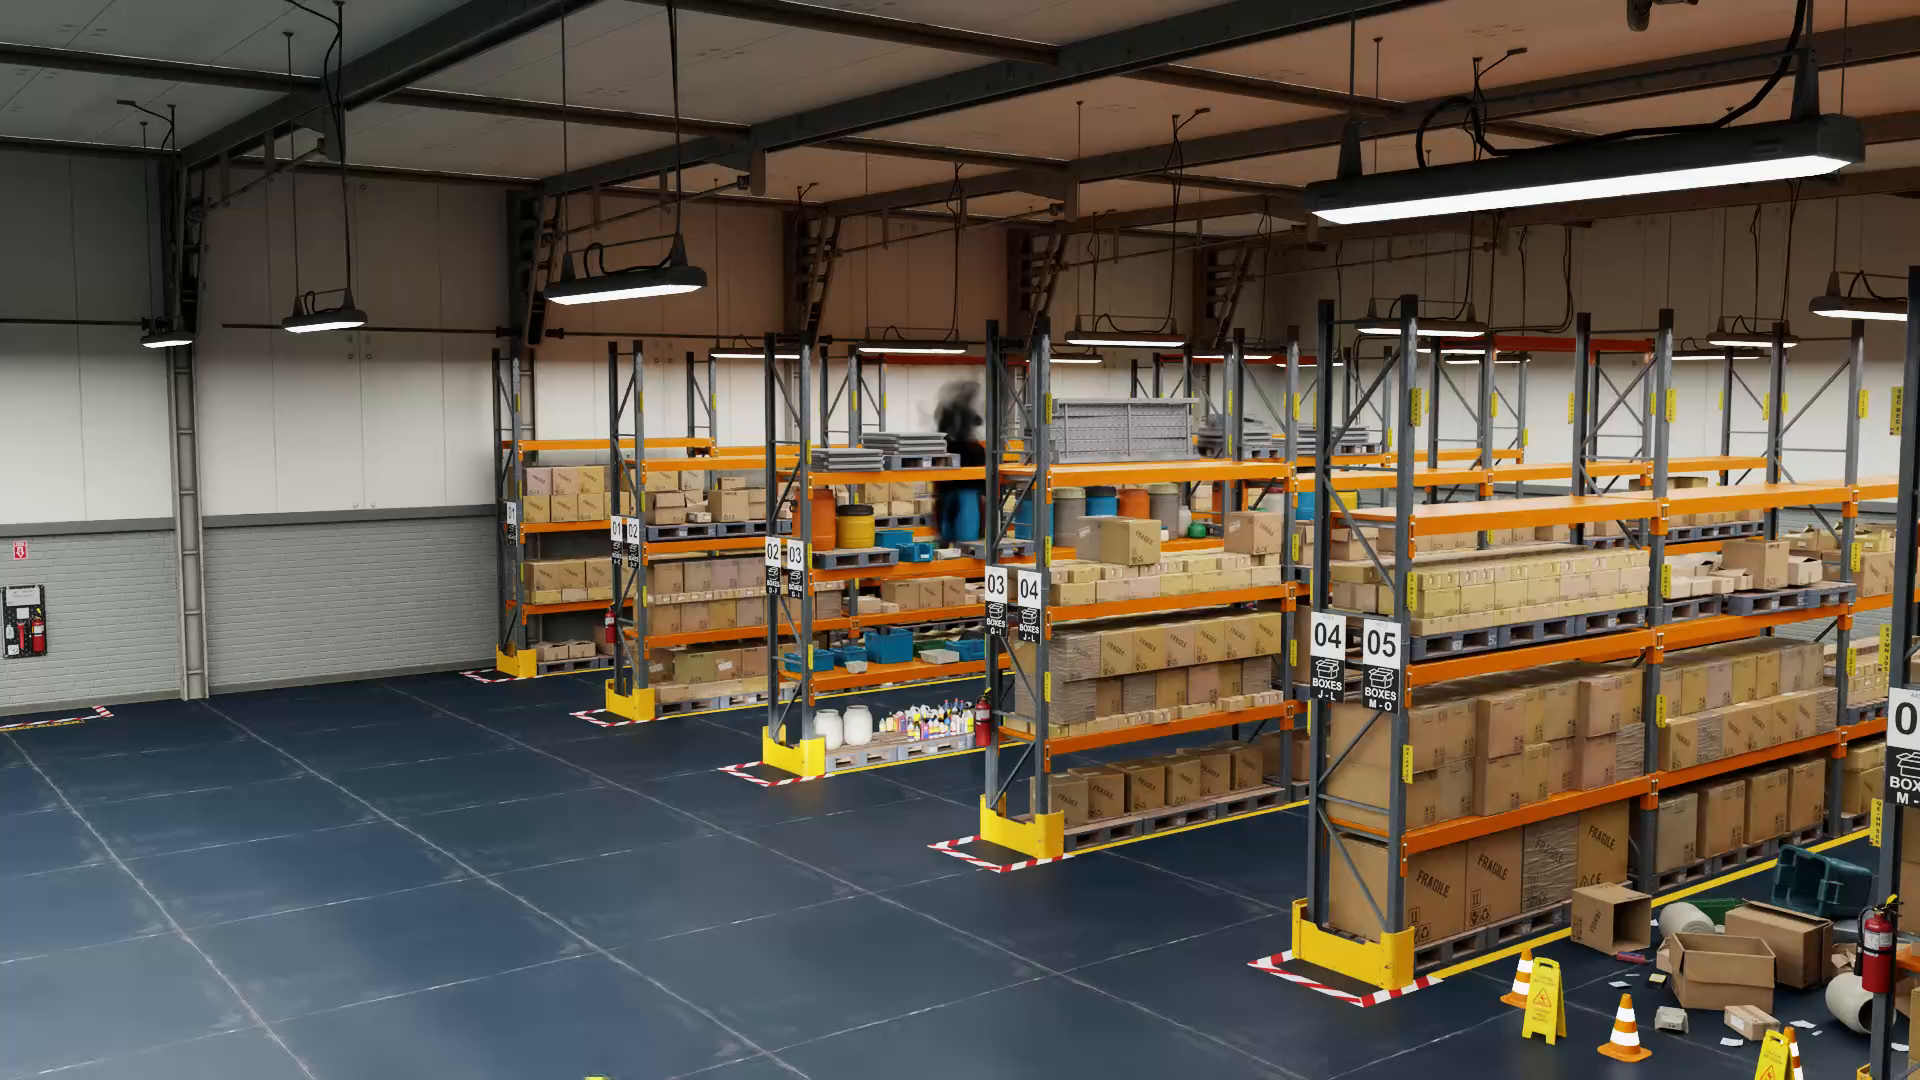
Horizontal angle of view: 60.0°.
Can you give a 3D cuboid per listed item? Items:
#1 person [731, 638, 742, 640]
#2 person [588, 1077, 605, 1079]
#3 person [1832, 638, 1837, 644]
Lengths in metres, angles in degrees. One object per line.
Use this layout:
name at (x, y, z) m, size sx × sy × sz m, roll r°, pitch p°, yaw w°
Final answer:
person at (-4.024, 1.674, 30.201) m, size 0.726 × 1.777 × 0.669 m, roll -4°, pitch 7°, yaw -41°
person at (-1.860, 3.566, 8.448) m, size 0.693 × 1.726 × 0.546 m, roll 0°, pitch 5°, yaw -5°
person at (12.627, 2.241, 23.953) m, size 0.669 × 1.673 × 0.540 m, roll -3°, pitch 6°, yaw -32°
